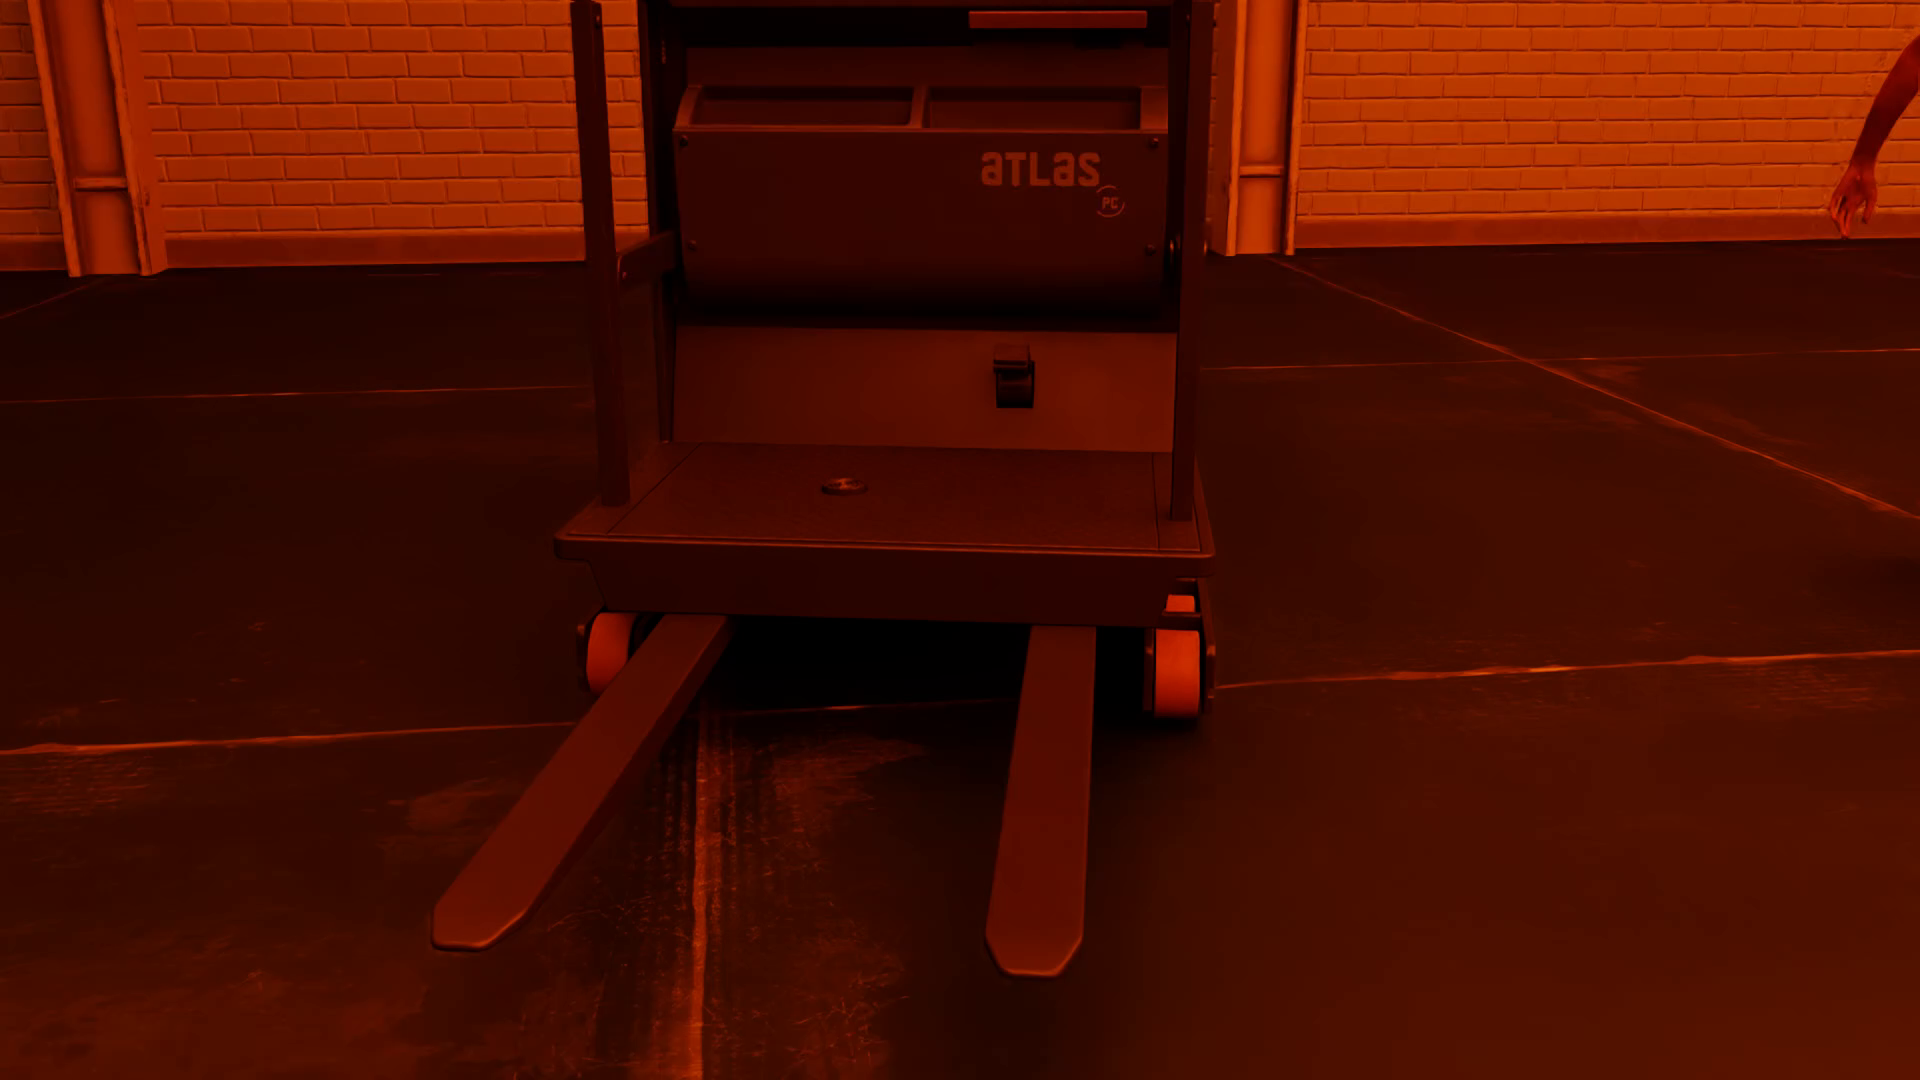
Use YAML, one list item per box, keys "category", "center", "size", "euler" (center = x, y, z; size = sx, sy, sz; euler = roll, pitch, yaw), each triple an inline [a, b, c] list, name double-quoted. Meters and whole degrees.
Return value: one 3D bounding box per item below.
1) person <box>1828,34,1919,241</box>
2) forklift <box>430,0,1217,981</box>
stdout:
- category: "person"
  center: [2.225, -0.611, 3.323]
  size: [0.720, 1.639, 0.583]
  euler: [-3, 17, -10]
- category: "forklift"
  center: [-0.090, -1.186, 2.822]
  size: [1.130, 2.935, 3.031]
  euler: [2, 17, 5]
